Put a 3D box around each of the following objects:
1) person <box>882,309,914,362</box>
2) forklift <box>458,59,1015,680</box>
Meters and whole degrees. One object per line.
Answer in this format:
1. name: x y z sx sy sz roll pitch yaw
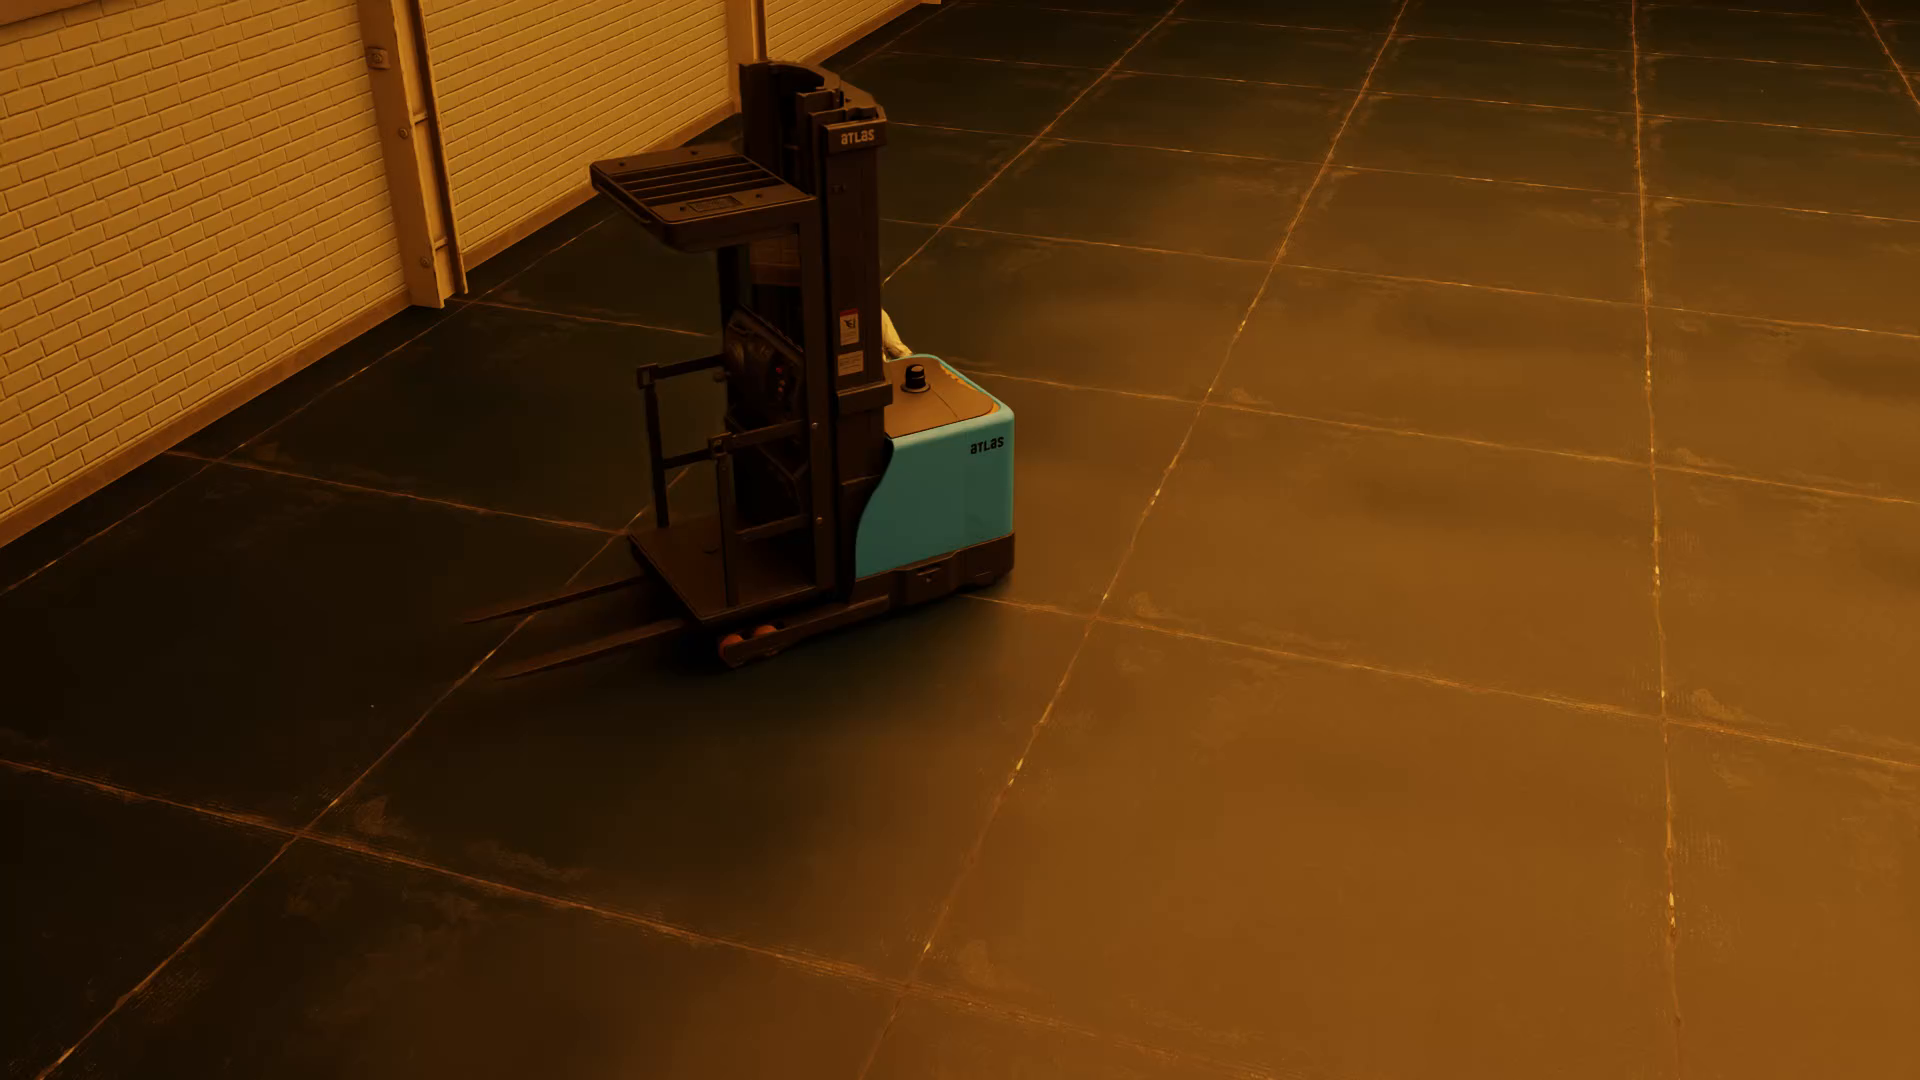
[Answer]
1. person: -0.534 -1.130 10.438 0.878 1.629 0.779 22 36 33
2. forklift: -1.216 -0.895 8.706 3.031 2.935 1.130 -16 33 -26
